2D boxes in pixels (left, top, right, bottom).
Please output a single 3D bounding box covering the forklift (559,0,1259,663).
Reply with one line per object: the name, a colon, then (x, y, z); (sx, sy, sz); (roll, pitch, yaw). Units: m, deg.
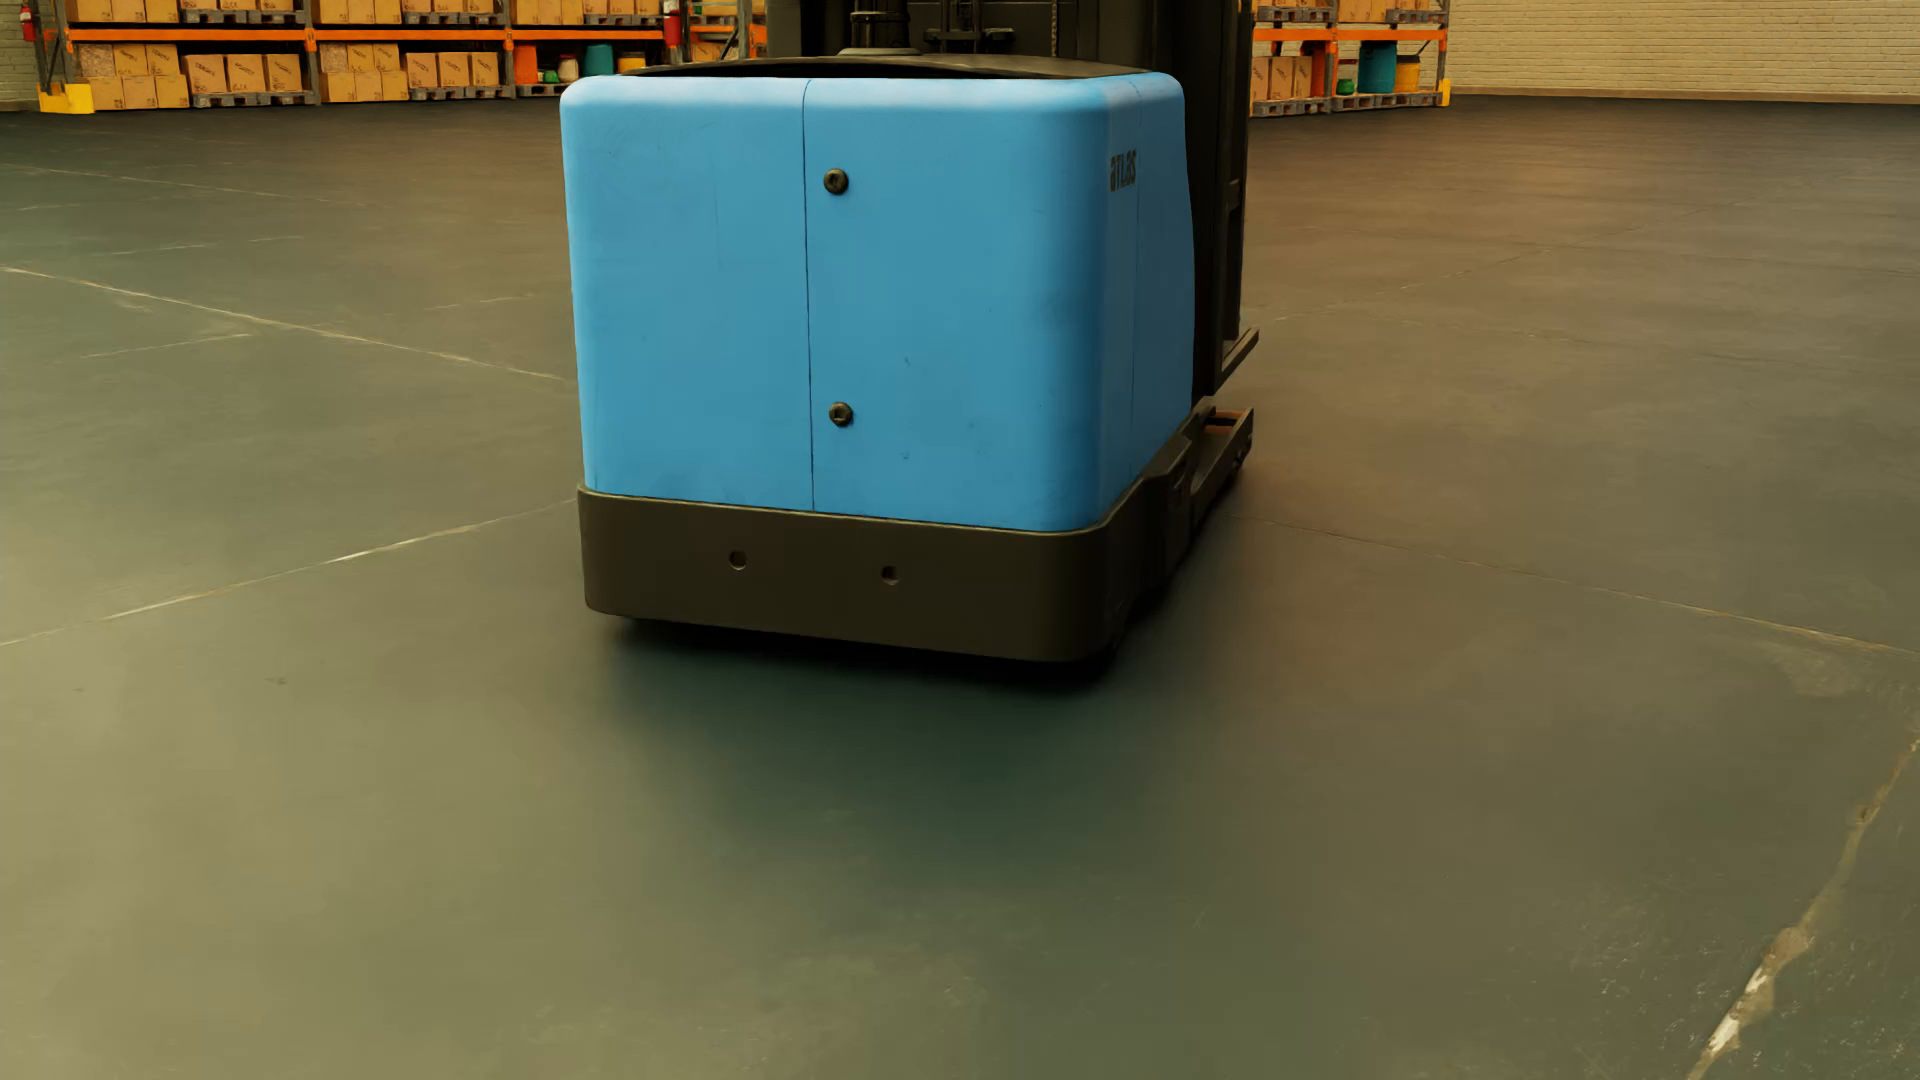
forklift: (0.182, -1.571, 4.072); (1.130, 2.935, 3.031); (5, 18, 17)
